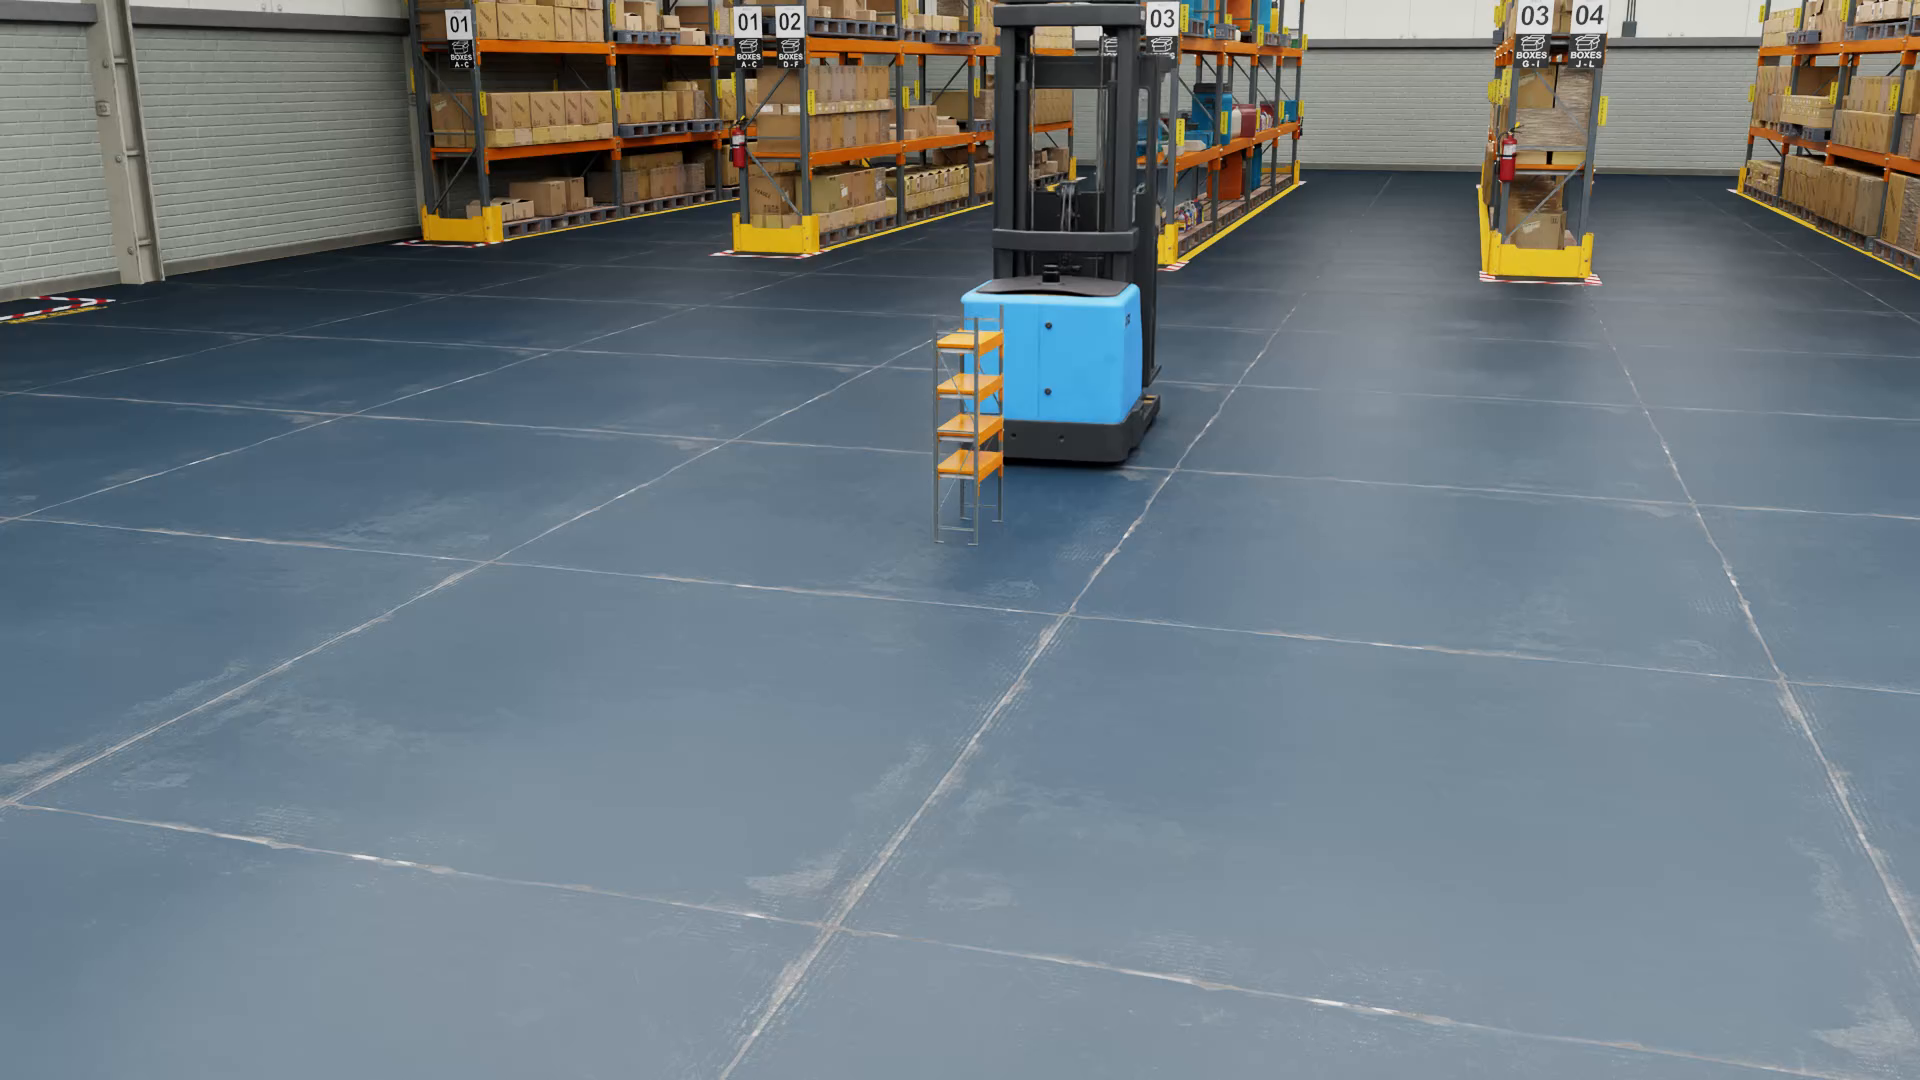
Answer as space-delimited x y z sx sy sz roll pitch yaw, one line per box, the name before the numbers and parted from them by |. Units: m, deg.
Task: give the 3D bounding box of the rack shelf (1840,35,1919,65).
rack shelf | 13.418 -6.898 23.474 1.077 0.370 4.000 5 16 16

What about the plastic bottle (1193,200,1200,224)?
plastic bottle | 3.413 -4.769 24.195 0.144 0.351 0.185 4 16 13

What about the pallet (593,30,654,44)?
pallet | -5.847 -8.347 27.609 1.213 0.211 1.003 5 16 16

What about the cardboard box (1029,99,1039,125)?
cardboard box | 1.306 -8.711 33.862 0.500 0.500 0.500 5 17 17

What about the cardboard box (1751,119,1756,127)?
cardboard box | 15.854 -8.237 32.834 0.380 0.149 0.250 4 16 15

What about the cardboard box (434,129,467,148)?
cardboard box | -7.314 -5.870 24.264 0.500 0.250 0.500 5 17 17

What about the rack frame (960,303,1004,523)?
rack frame | 0.116 -0.684 9.043 0.240 1.200 0.015 5 16 16

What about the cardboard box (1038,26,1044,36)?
cardboard box | 1.416 -10.401 33.865 0.500 0.250 0.500 5 16 16

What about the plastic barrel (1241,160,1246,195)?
plastic barrel | 4.955 -6.586 30.202 0.600 0.588 0.708 5 16 16

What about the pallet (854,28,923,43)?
pallet | -1.136 -8.041 26.535 0.805 0.209 1.217 4 16 14

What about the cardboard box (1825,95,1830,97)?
cardboard box | 15.196 -7.618 28.791 0.380 0.149 0.250 5 17 18

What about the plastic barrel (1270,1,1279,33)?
plastic barrel | 5.583 -9.647 30.733 0.600 0.588 0.600 0 16 0

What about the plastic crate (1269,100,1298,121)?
plastic crate | 6.868 -9.156 35.439 0.616 0.435 0.499 5 16 16

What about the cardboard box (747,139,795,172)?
cardboard box | -3.911 -7.922 34.432 0.750 0.750 0.750 5 17 17

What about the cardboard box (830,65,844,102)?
cardboard box | -2.064 -6.489 23.649 0.700 0.500 0.500 5 16 16

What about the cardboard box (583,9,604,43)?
cardboard box | -6.032 -8.190 26.491 0.500 0.500 0.500 5 17 17

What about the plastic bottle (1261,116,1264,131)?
plastic bottle | 5.494 -7.655 30.547 0.152 0.276 0.135 5 16 16

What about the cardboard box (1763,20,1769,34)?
cardboard box | 15.883 -9.931 32.209 0.500 0.250 0.500 5 17 17

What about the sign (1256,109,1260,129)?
sign | 5.040 -7.157 28.267 0.100 0.325 0.005 5 16 16

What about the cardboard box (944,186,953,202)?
cardboard box | -0.442 -5.961 28.617 0.500 0.250 0.500 5 17 17

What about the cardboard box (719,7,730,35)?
cardboard box | -4.805 -9.865 31.625 0.700 0.500 0.500 4 16 13

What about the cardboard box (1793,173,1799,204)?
cardboard box | 14.374 -5.921 28.018 0.500 0.500 0.500 5 17 17

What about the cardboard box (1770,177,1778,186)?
cardboard box | 14.973 -6.523 30.241 0.380 0.149 0.250 4 16 13

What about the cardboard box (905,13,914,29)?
cardboard box | -1.036 -8.335 26.728 0.500 0.250 0.500 3 16 10

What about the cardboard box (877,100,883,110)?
cardboard box | -1.390 -6.597 25.220 0.380 0.149 0.250 4 16 14

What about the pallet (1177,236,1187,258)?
pallet | 2.450 -3.921 22.265 1.003 0.211 1.213 5 16 16

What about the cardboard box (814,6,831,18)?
cardboard box | -2.007 -7.297 22.997 0.380 0.149 0.250 5 16 16

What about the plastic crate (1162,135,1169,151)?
plastic crate | 2.718 -5.638 23.597 0.450 0.188 0.662 5 16 16

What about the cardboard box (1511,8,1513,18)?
cardboard box | 7.735 -7.191 22.731 0.380 0.149 0.250 4 16 14

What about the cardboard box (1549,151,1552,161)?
cardboard box | 7.522 -4.773 20.620 0.380 0.149 0.250 5 16 16

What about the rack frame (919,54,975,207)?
rack frame | -0.237 -7.505 29.791 1.000 3.000 0.127 5 16 16

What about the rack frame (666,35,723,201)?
rack frame | -4.988 -7.888 31.142 1.000 3.000 0.127 5 16 16

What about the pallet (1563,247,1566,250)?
pallet | 7.273 -3.531 20.890 1.003 0.211 1.213 5 16 16

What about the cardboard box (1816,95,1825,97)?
cardboard box | 15.506 -7.672 29.653 0.500 0.500 0.500 4 16 15

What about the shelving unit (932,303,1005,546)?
shelving unit | 0.047 -0.621 8.818 0.258 1.200 0.503 5 16 16

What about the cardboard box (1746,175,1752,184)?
cardboard box | 15.804 -7.136 32.945 0.380 0.149 0.250 5 17 17

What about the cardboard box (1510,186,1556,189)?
cardboard box | 8.472 -4.980 24.666 0.700 0.500 0.500 5 16 16

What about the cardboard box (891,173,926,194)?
cardboard box | -0.870 -5.826 27.116 0.500 0.311 0.500 4 16 15

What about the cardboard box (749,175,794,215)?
cardboard box | -2.643 -4.815 23.203 0.500 0.500 0.500 5 16 16

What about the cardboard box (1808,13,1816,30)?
cardboard box | 14.672 -8.759 28.110 0.500 0.311 0.500 4 16 15

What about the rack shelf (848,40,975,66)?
rack shelf | -0.805 -8.078 27.635 1.077 0.370 4.000 5 16 16

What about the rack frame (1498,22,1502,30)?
rack frame | 11.533 -11.715 33.639 1.000 3.000 0.127 5 16 16

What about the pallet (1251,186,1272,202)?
pallet | 5.388 -6.626 31.803 1.003 0.211 1.213 5 16 16

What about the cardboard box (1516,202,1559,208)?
cardboard box | 7.513 -4.125 21.688 0.500 0.500 0.500 6 17 21

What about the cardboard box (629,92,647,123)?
cardboard box | -5.781 -7.377 28.352 0.700 0.500 0.500 6 17 22

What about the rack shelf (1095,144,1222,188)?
rack shelf | 2.806 -5.204 22.997 1.077 0.370 4.000 5 16 16

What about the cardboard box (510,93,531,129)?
cardboard box | -6.687 -6.323 24.489 0.500 0.500 0.500 5 16 16

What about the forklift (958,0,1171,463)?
forklift | 0.822 -2.248 11.385 1.130 2.935 3.031 4 16 13

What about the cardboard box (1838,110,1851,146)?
cardboard box | 13.458 -6.143 24.806 0.500 0.500 0.500 4 16 15
